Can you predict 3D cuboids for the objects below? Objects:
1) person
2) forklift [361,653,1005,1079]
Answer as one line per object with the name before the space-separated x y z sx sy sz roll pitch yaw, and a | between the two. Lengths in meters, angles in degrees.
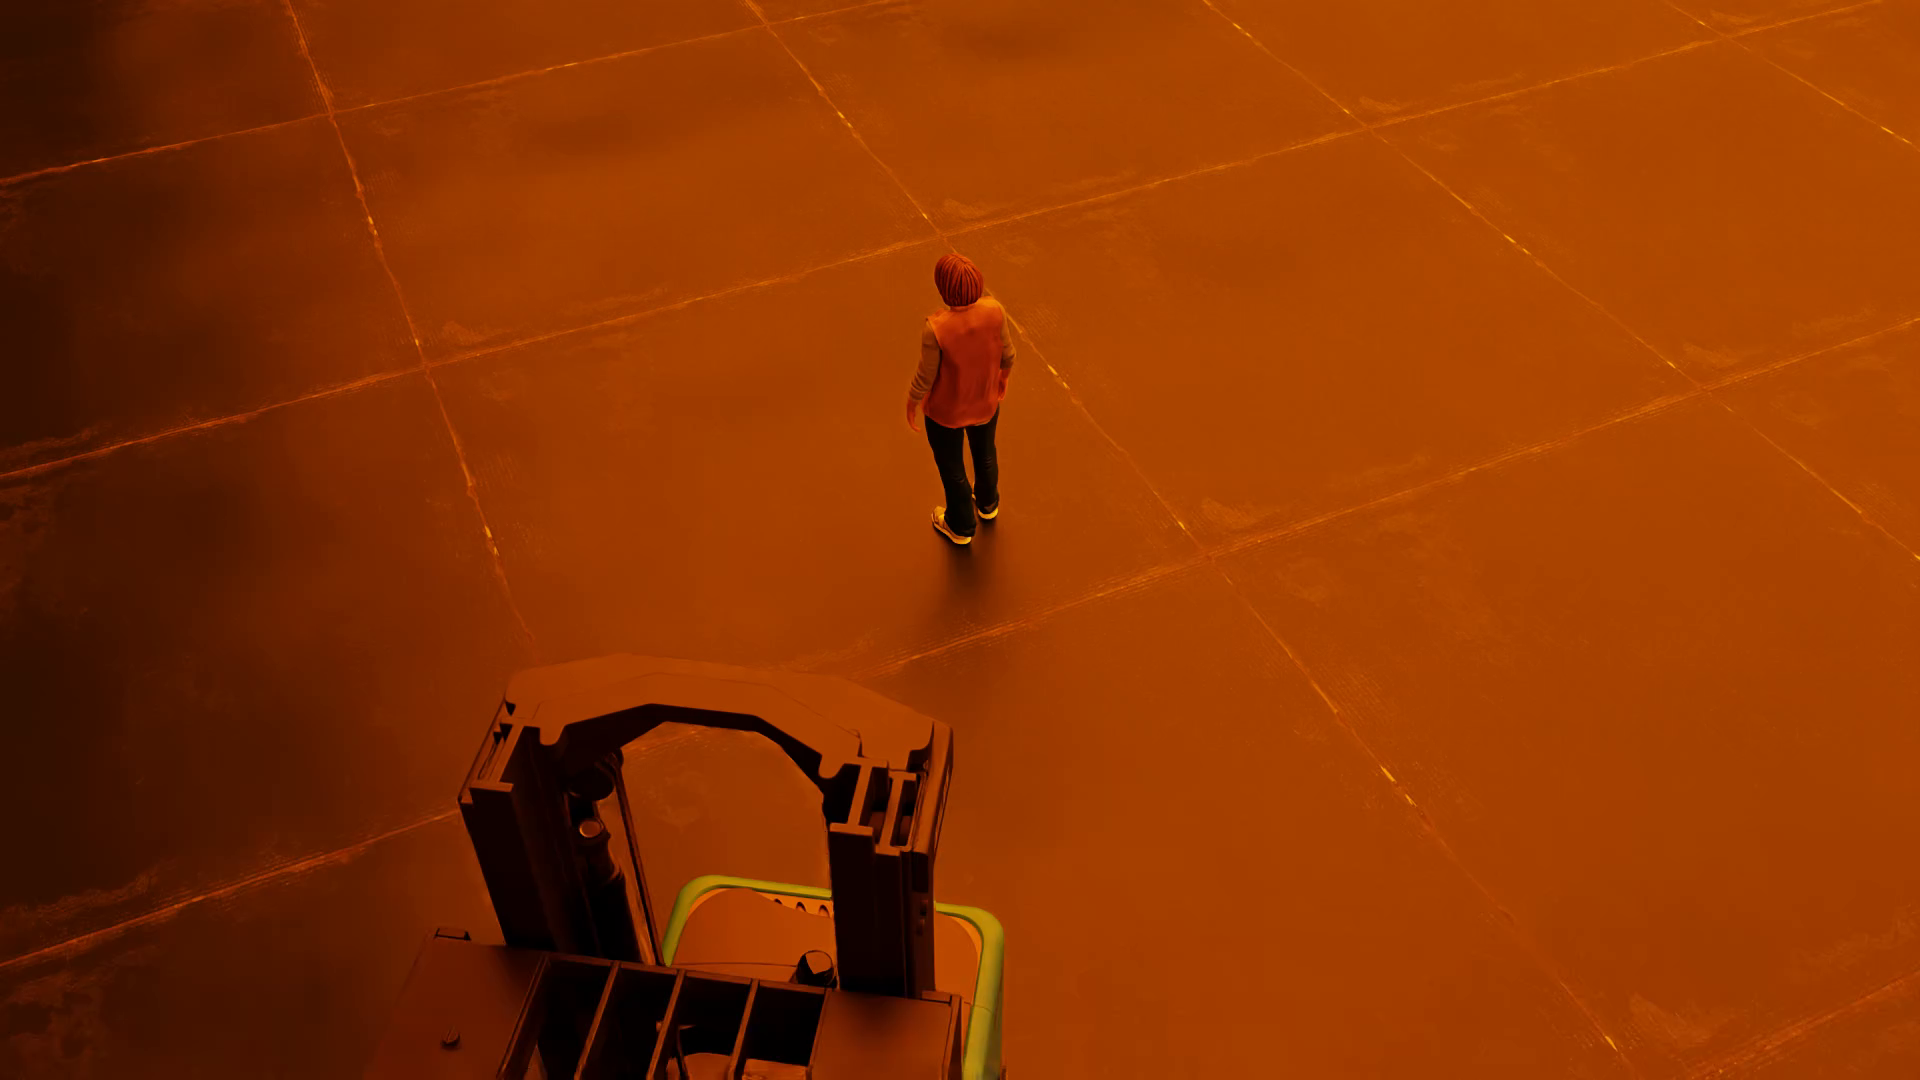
person | -0.018 -0.640 7.332 0.520 1.599 0.473 -18 46 -18
forklift | -0.577 1.787 3.765 1.130 2.935 3.031 6 43 6
